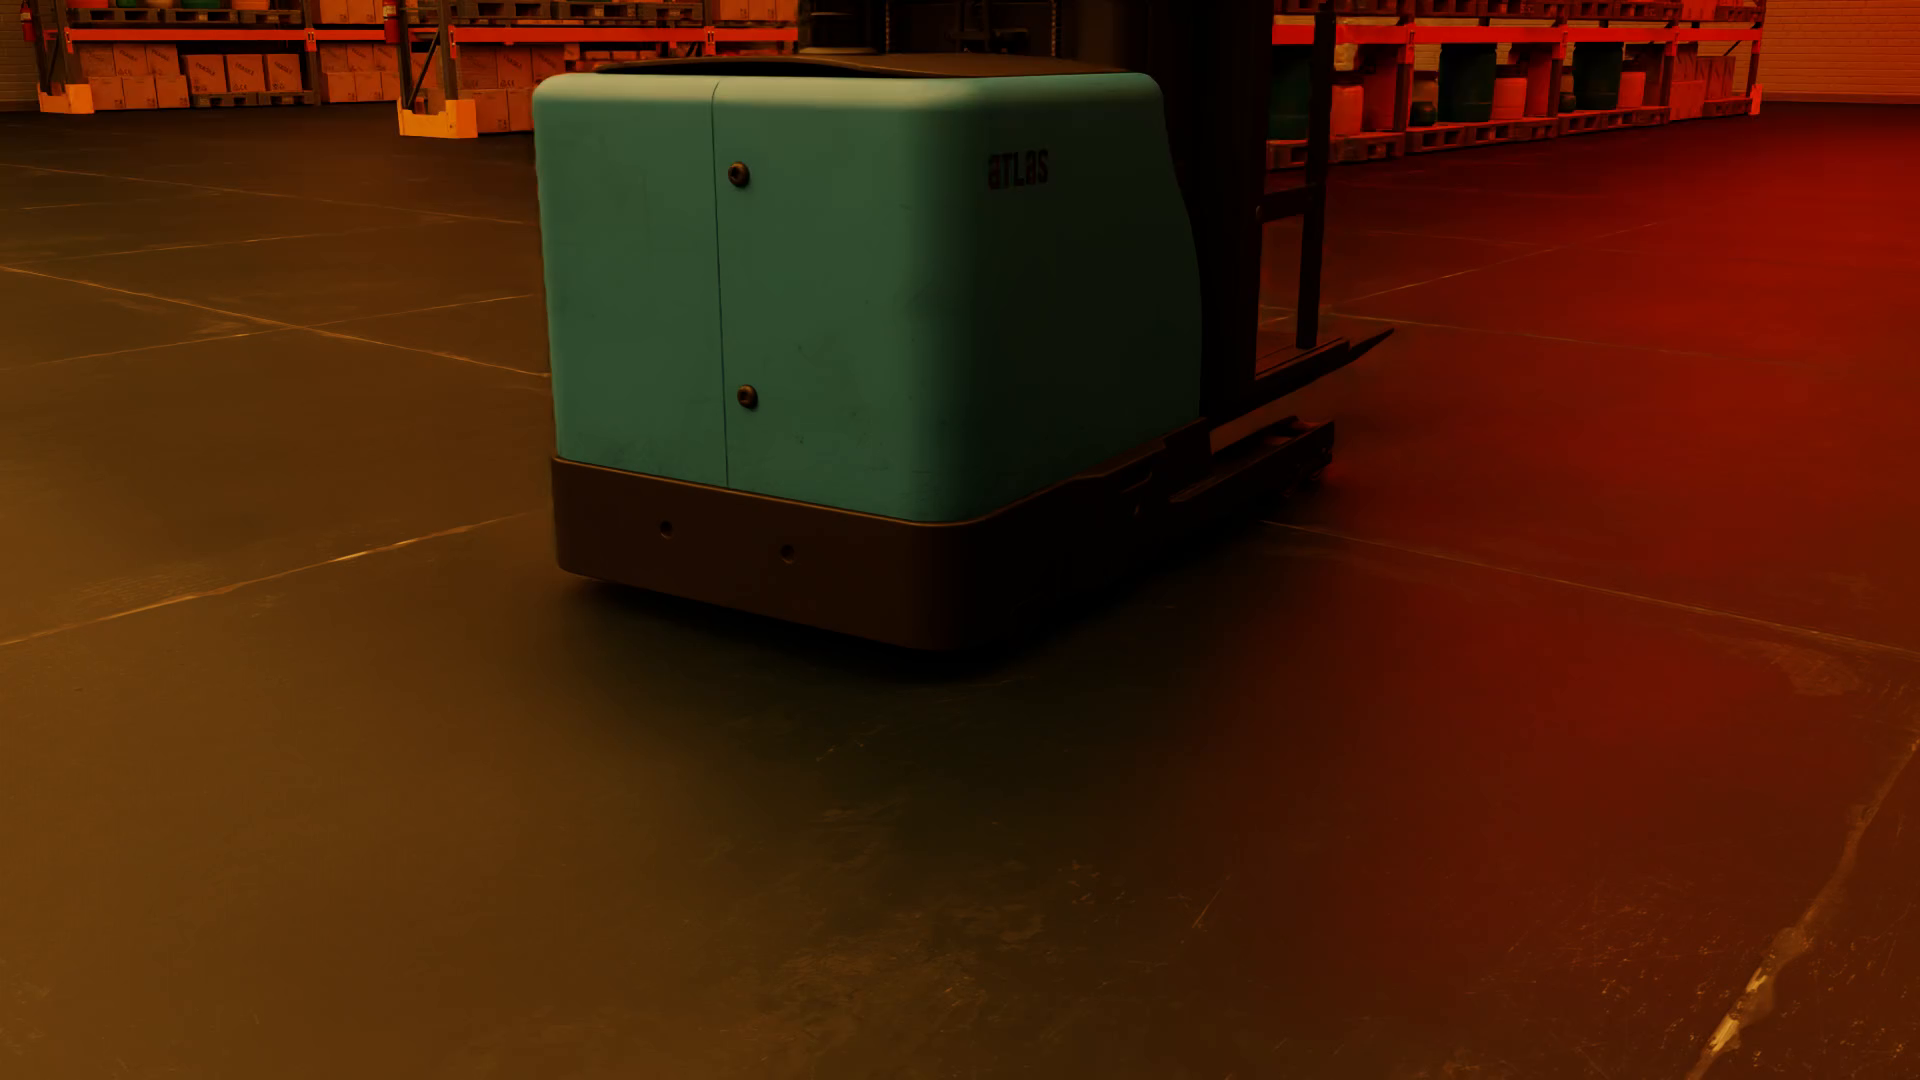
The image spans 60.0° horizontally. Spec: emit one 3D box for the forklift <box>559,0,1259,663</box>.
[{"bbox_3d":[0.182,-1.571,4.072,1.130,2.935,3.031,5,18,17],"label":"forklift"}]
